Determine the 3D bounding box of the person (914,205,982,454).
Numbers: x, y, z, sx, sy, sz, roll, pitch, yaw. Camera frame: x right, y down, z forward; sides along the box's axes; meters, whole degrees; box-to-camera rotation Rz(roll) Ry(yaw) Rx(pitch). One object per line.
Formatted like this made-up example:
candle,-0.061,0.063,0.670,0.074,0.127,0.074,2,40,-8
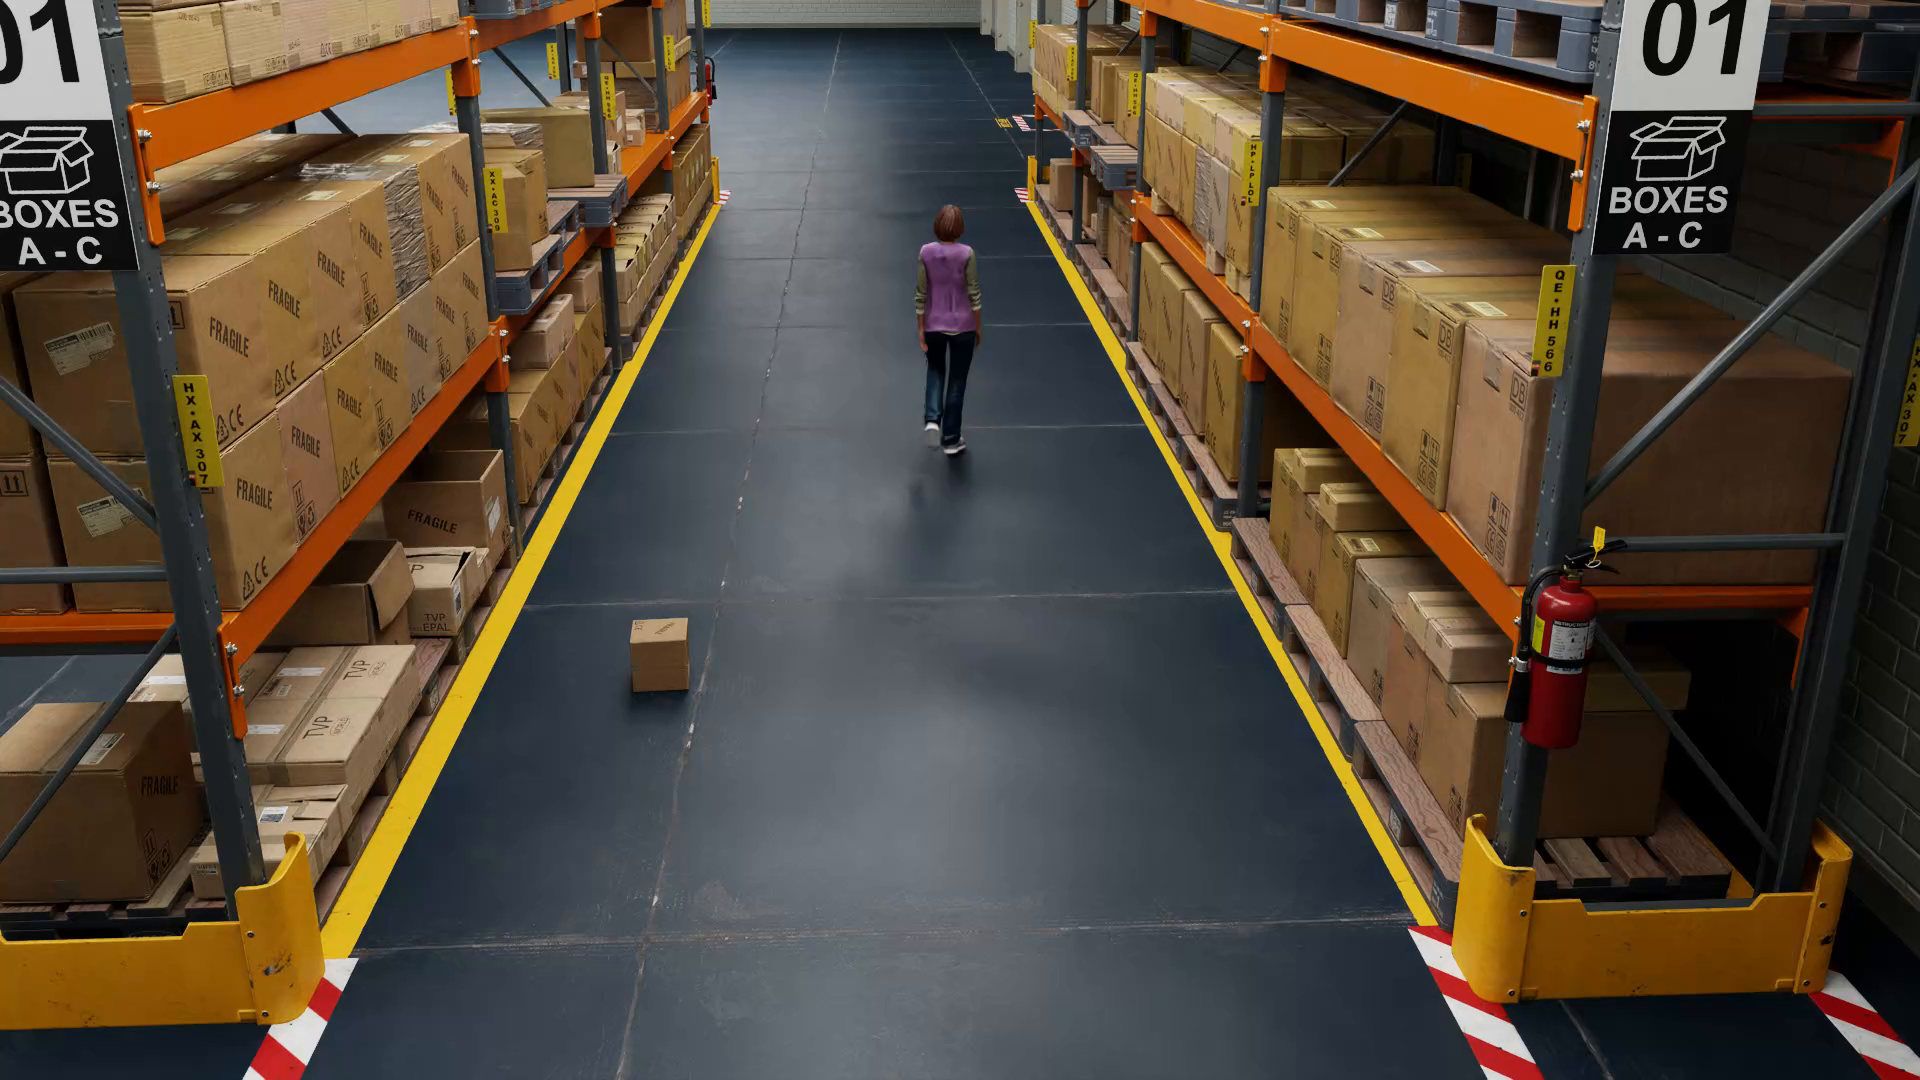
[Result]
person,-0.063,-1.337,10.567,0.412,1.598,0.387,5,21,14
